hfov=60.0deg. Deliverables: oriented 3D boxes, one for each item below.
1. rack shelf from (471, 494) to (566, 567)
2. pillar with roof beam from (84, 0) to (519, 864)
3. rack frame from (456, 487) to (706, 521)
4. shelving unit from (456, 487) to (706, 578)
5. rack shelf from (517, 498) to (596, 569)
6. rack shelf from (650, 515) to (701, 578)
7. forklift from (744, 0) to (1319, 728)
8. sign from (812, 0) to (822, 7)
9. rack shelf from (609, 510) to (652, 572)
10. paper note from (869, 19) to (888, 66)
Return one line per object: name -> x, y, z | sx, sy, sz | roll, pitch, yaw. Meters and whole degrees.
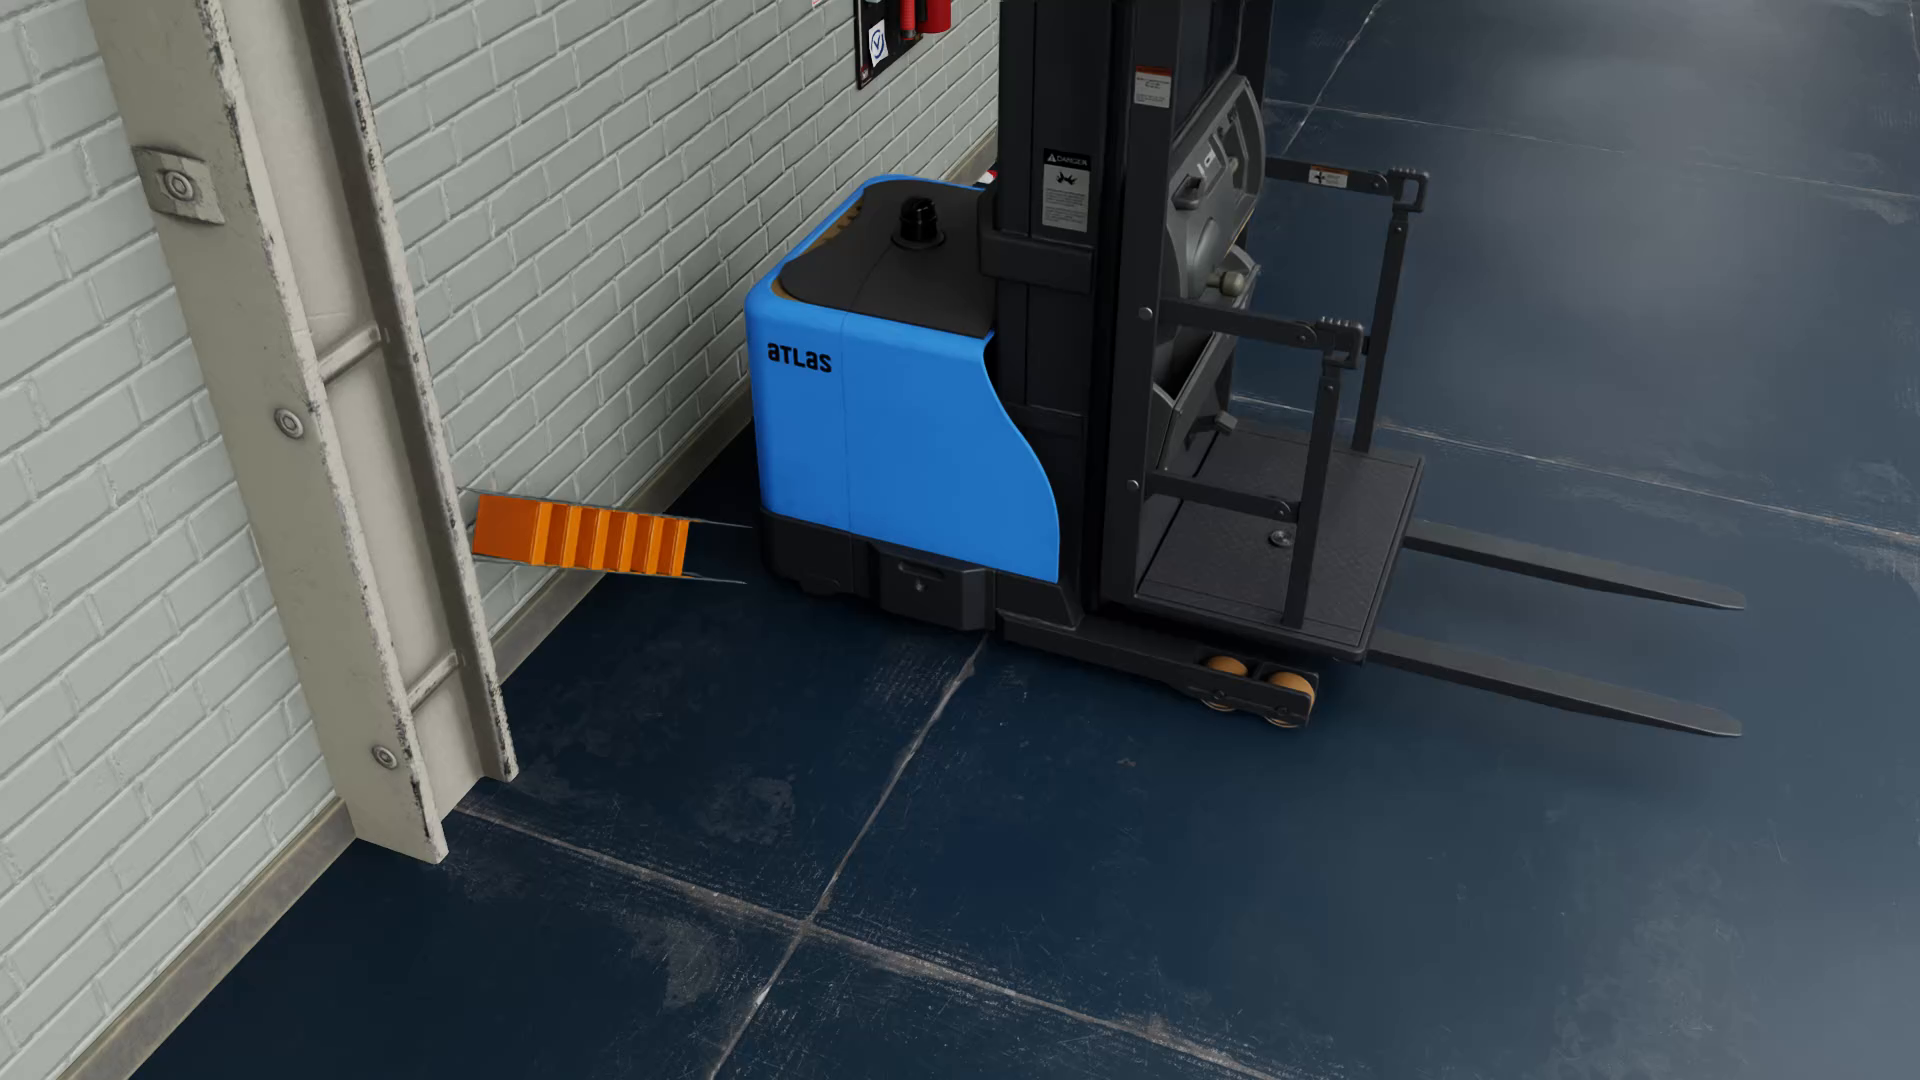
rack shelf -> -1.262, -0.032, 4.742 | 0.258, 0.180, 0.103 | 9, 0, 31
pillar with roof beam -> 2.481, -1.878, 0.746 | 9.100, 9.000, 0.400 | 14, 39, 18
rack frame -> -1.089, -0.100, 5.013 | 0.228, 0.002, 1.046 | 9, 0, 31
shelving unit -> -1.103, -0.011, 5.014 | 0.258, 0.183, 1.046 | 9, 0, 31
rack shelf -> -1.202, -0.023, 4.845 | 0.258, 0.180, 0.103 | 9, 0, 31
rack shelf -> -0.960, 0.011, 5.259 | 0.258, 0.180, 0.103 | 9, 0, 31
forklift -> 0.906, -0.973, 4.604 | 3.031, 2.935, 1.130 | 14, 39, 18
sign -> 7.911, -5.353, 10.324 | 11.513, 0.391, 16.451 | 14, 39, 18
rack shelf -> -1.034, 0.001, 5.132 | 0.221, 0.171, 0.034 | 9, 0, 31
paper note -> -0.324, -1.983, 6.633 | 0.016, 0.148, 0.142 | 14, 39, 18
